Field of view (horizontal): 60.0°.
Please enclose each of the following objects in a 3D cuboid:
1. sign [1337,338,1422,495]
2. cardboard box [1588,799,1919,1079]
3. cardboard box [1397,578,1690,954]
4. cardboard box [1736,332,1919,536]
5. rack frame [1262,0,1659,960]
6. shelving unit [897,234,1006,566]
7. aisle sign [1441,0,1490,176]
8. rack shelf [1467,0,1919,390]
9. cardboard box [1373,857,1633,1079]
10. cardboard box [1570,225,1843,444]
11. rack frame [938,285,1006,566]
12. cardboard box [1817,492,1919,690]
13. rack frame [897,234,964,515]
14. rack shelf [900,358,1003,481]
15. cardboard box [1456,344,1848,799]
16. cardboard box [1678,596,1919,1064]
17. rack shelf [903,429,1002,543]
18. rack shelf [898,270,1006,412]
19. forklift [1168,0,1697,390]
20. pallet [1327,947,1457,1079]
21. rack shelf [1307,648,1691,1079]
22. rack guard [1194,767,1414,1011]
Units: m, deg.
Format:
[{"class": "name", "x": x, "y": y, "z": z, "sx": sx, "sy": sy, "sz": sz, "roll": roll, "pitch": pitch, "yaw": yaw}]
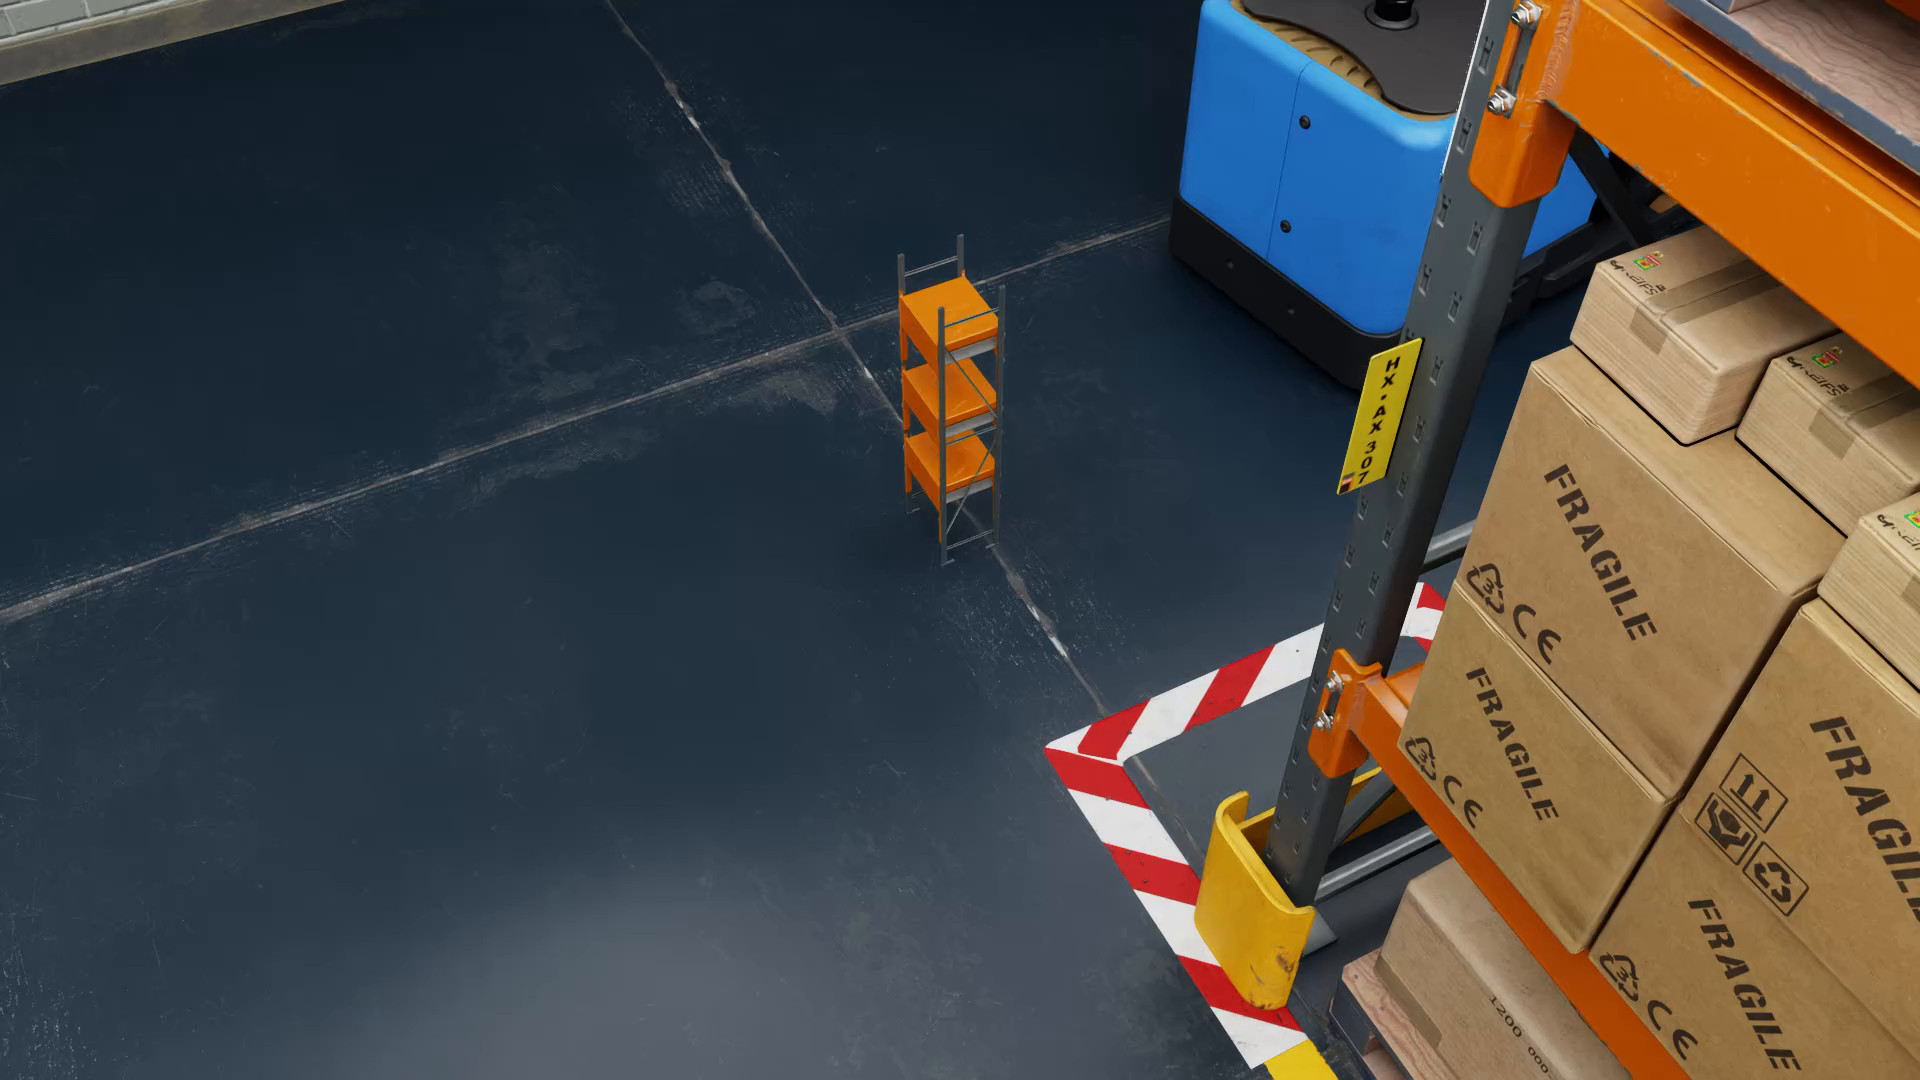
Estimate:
[{"class": "sign", "x": 0.706, "y": -0.203, "z": 2.807, "sx": 0.100, "sy": 0.325, "sz": 0.005, "roll": -21, "pitch": 52, "yaw": -18}, {"class": "cardboard box", "x": 1.423, "y": 0.637, "z": 2.634, "sx": 0.500, "sy": 0.500, "sz": 0.500, "roll": -22, "pitch": 52, "yaw": -18}, {"class": "cardboard box", "x": 1.166, "y": 0.308, "z": 2.922, "sx": 0.500, "sy": 0.500, "sz": 0.500, "roll": -22, "pitch": 52, "yaw": -18}, {"class": "cardboard box", "x": 1.302, "y": -0.171, "z": 2.245, "sx": 0.380, "sy": 0.149, "sz": 0.250, "roll": -20, "pitch": 52, "yaw": -17}, {"class": "rack frame", "x": 1.202, "y": -0.080, "z": 3.327, "sx": 1.000, "sy": 3.000, "sz": 0.127, "roll": -21, "pitch": 52, "yaw": -18}, {"class": "shelving unit", "x": -0.024, "y": -0.381, "z": 4.886, "sx": 0.215, "sy": 1.050, "sz": 0.252, "roll": -21, "pitch": 52, "yaw": -18}, {"class": "aisle sign", "x": 0.911, "y": -0.884, "z": 2.303, "sx": 0.394, "sy": 0.787, "sz": 0.004, "roll": -21, "pitch": 52, "yaw": -18}, {"class": "rack shelf", "x": 2.117, "y": 0.508, "z": 1.298, "sx": 1.077, "sy": 0.370, "sz": 4.000, "roll": -21, "pitch": 52, "yaw": -18}, {"class": "cardboard box", "x": 1.593, "y": 1.033, "z": 3.777, "sx": 0.875, "sy": 0.438, "sz": 0.875, "roll": -23, "pitch": 53, "yaw": -19}, {"class": "cardboard box", "x": 1.118, "y": -0.322, "z": 2.377, "sx": 0.380, "sy": 0.149, "sz": 0.250, "roll": -20, "pitch": 52, "yaw": -17}, {"class": "rack frame", "x": 0.031, "y": -0.300, "z": 4.815, "sx": 0.200, "sy": 1.050, "sz": 0.008, "roll": -21, "pitch": 52, "yaw": -18}, {"class": "cardboard box", "x": 1.318, "y": 0.042, "z": 2.059, "sx": 0.380, "sy": 0.149, "sz": 0.250, "roll": -20, "pitch": 52, "yaw": -16}, {"class": "rack frame", "x": -0.080, "y": -0.463, "z": 4.958, "sx": 0.200, "sy": 1.050, "sz": 0.008, "roll": -21, "pitch": 52, "yaw": -18}, {"class": "rack shelf", "x": -0.024, "y": -0.374, "z": 4.894, "sx": 0.215, "sy": 0.259, "sz": 0.240, "roll": -21, "pitch": 52, "yaw": -18}, {"class": "cardboard box", "x": 1.168, "y": -0.022, "z": 2.546, "sx": 0.500, "sy": 0.500, "sz": 0.500, "roll": -22, "pitch": 52, "yaw": -18}, {"class": "cardboard box", "x": 1.411, "y": 0.321, "z": 2.246, "sx": 0.500, "sy": 0.500, "sz": 0.500, "roll": -22, "pitch": 53, "yaw": -18}, {"class": "rack shelf", "x": -0.024, "y": -0.191, "z": 5.103, "sx": 0.215, "sy": 0.259, "sz": 0.240, "roll": -21, "pitch": 52, "yaw": -18}, {"class": "rack shelf", "x": -0.024, "y": -0.561, "z": 4.681, "sx": 0.215, "sy": 0.259, "sz": 0.240, "roll": -21, "pitch": 52, "yaw": -18}, {"class": "forklift", "x": 2.251, "y": -2.383, "z": 5.387, "sx": 3.031, "sy": 2.935, "sz": 1.130, "roll": -29, "pitch": 55, "yaw": -23}, {"class": "pallet", "x": 1.637, "y": 1.347, "z": 3.932, "sx": 1.003, "sy": 0.211, "sz": 1.213, "roll": -21, "pitch": 52, "yaw": -18}, {"class": "rack shelf", "x": 2.117, "y": 1.496, "z": 2.427, "sx": 1.077, "sy": 0.370, "sz": 4.000, "roll": -21, "pitch": 52, "yaw": -18}, {"class": "rack guard", "x": 1.191, "y": 0.727, "z": 4.282, "sx": 1.175, "sy": 0.500, "sz": 0.348, "roll": -21, "pitch": 52, "yaw": -18}]
